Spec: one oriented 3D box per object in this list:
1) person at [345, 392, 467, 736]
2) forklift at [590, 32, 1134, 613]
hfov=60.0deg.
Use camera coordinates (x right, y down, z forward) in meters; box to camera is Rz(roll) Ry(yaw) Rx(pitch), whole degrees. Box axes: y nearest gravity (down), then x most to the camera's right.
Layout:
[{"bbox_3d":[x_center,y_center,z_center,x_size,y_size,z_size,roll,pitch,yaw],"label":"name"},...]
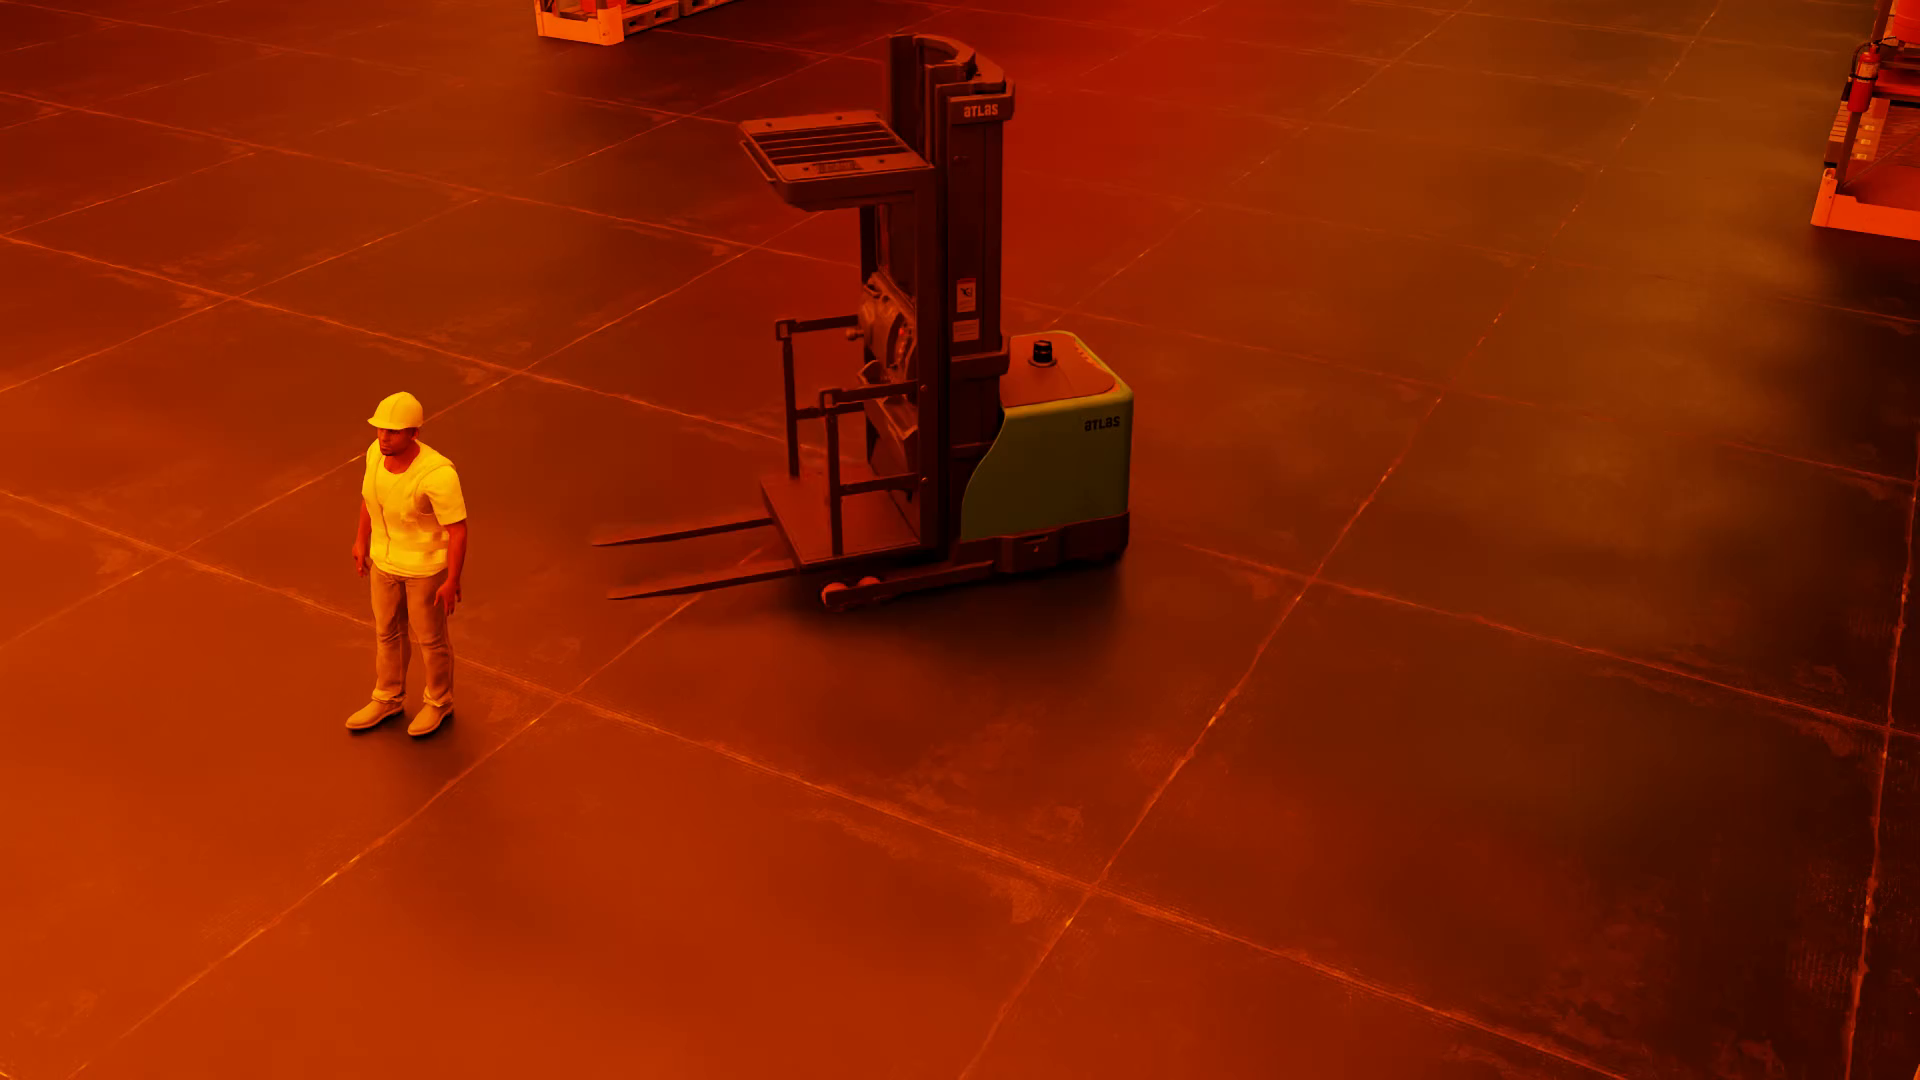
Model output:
[{"bbox_3d":[-2.687,0.139,7.980,0.666,1.765,0.578,16,34,25],"label":"person"},{"bbox_3d":[-0.584,-1.160,9.080,3.031,2.935,1.130,-10,31,-16],"label":"forklift"}]
